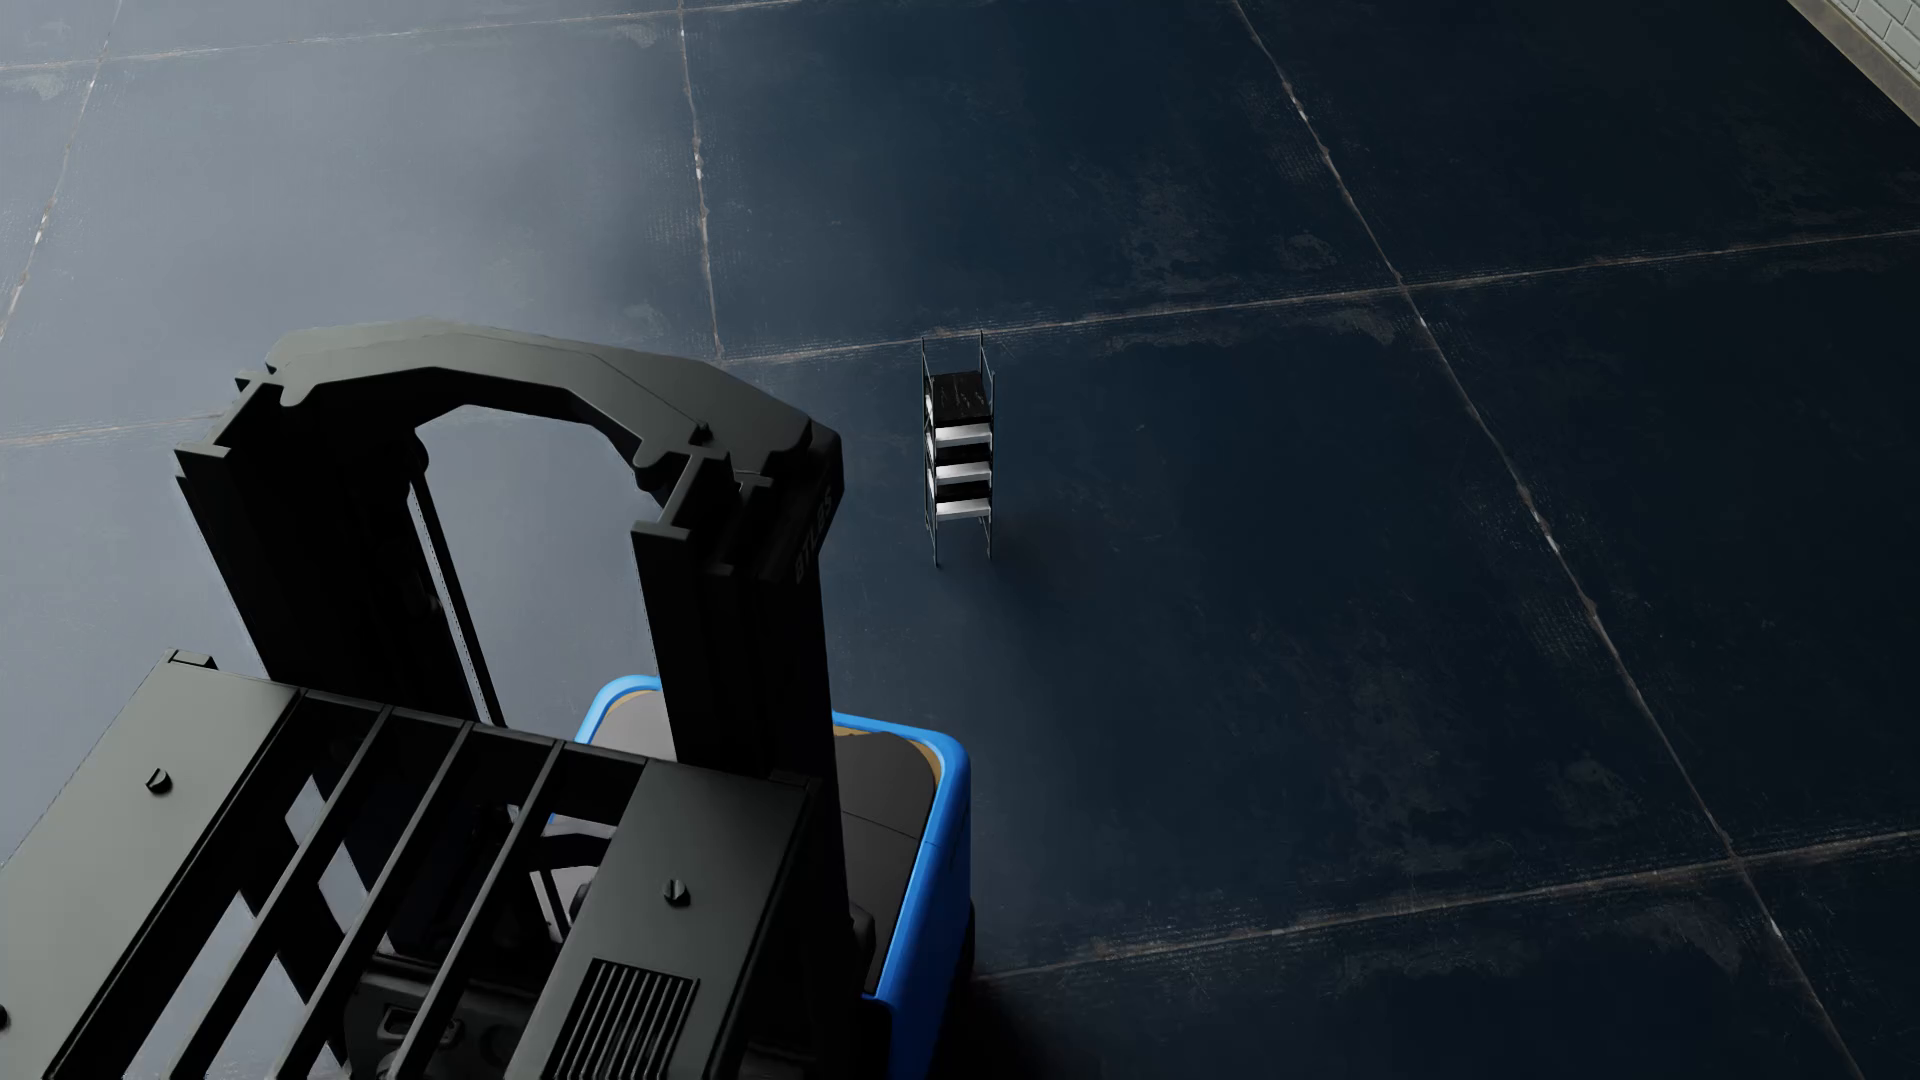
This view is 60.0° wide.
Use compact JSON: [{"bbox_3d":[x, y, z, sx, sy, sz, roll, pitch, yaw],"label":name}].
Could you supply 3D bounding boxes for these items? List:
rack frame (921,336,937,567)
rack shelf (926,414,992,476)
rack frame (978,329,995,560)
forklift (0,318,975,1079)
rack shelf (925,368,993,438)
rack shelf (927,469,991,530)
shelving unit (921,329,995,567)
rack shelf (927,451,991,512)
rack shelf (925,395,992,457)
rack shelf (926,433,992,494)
[{"bbox_3d":[-0.108,-0.299,5.913,0.006,0.900,0.240,-7,46,-7],"label":"rack frame"},{"bbox_3d":[-0.008,-0.351,5.884,0.200,0.077,0.258,-7,46,-7],"label":"rack shelf"},{"bbox_3d":[0.092,-0.324,5.937,0.006,0.900,0.240,-7,46,-7],"label":"rack frame"},{"bbox_3d":[-0.800,1.187,3.071,1.130,2.935,3.031,10,47,9],"label":"forklift"},{"bbox_3d":[-0.008,-0.475,5.755,0.200,0.077,0.258,-7,46,-7],"label":"rack shelf"},{"bbox_3d":[-0.008,-0.163,6.079,0.200,0.077,0.258,-7,46,-7],"label":"rack shelf"},{"bbox_3d":[-0.008,-0.311,5.925,0.210,0.900,0.258,-7,46,-7],"label":"shelving unit"},{"bbox_3d":[-0.008,-0.226,6.014,0.200,0.077,0.258,-7,46,-7],"label":"rack shelf"},{"bbox_3d":[-0.008,-0.413,5.819,0.200,0.077,0.258,-7,46,-7],"label":"rack shelf"},{"bbox_3d":[-0.008,-0.288,5.949,0.200,0.077,0.258,-7,46,-7],"label":"rack shelf"}]
